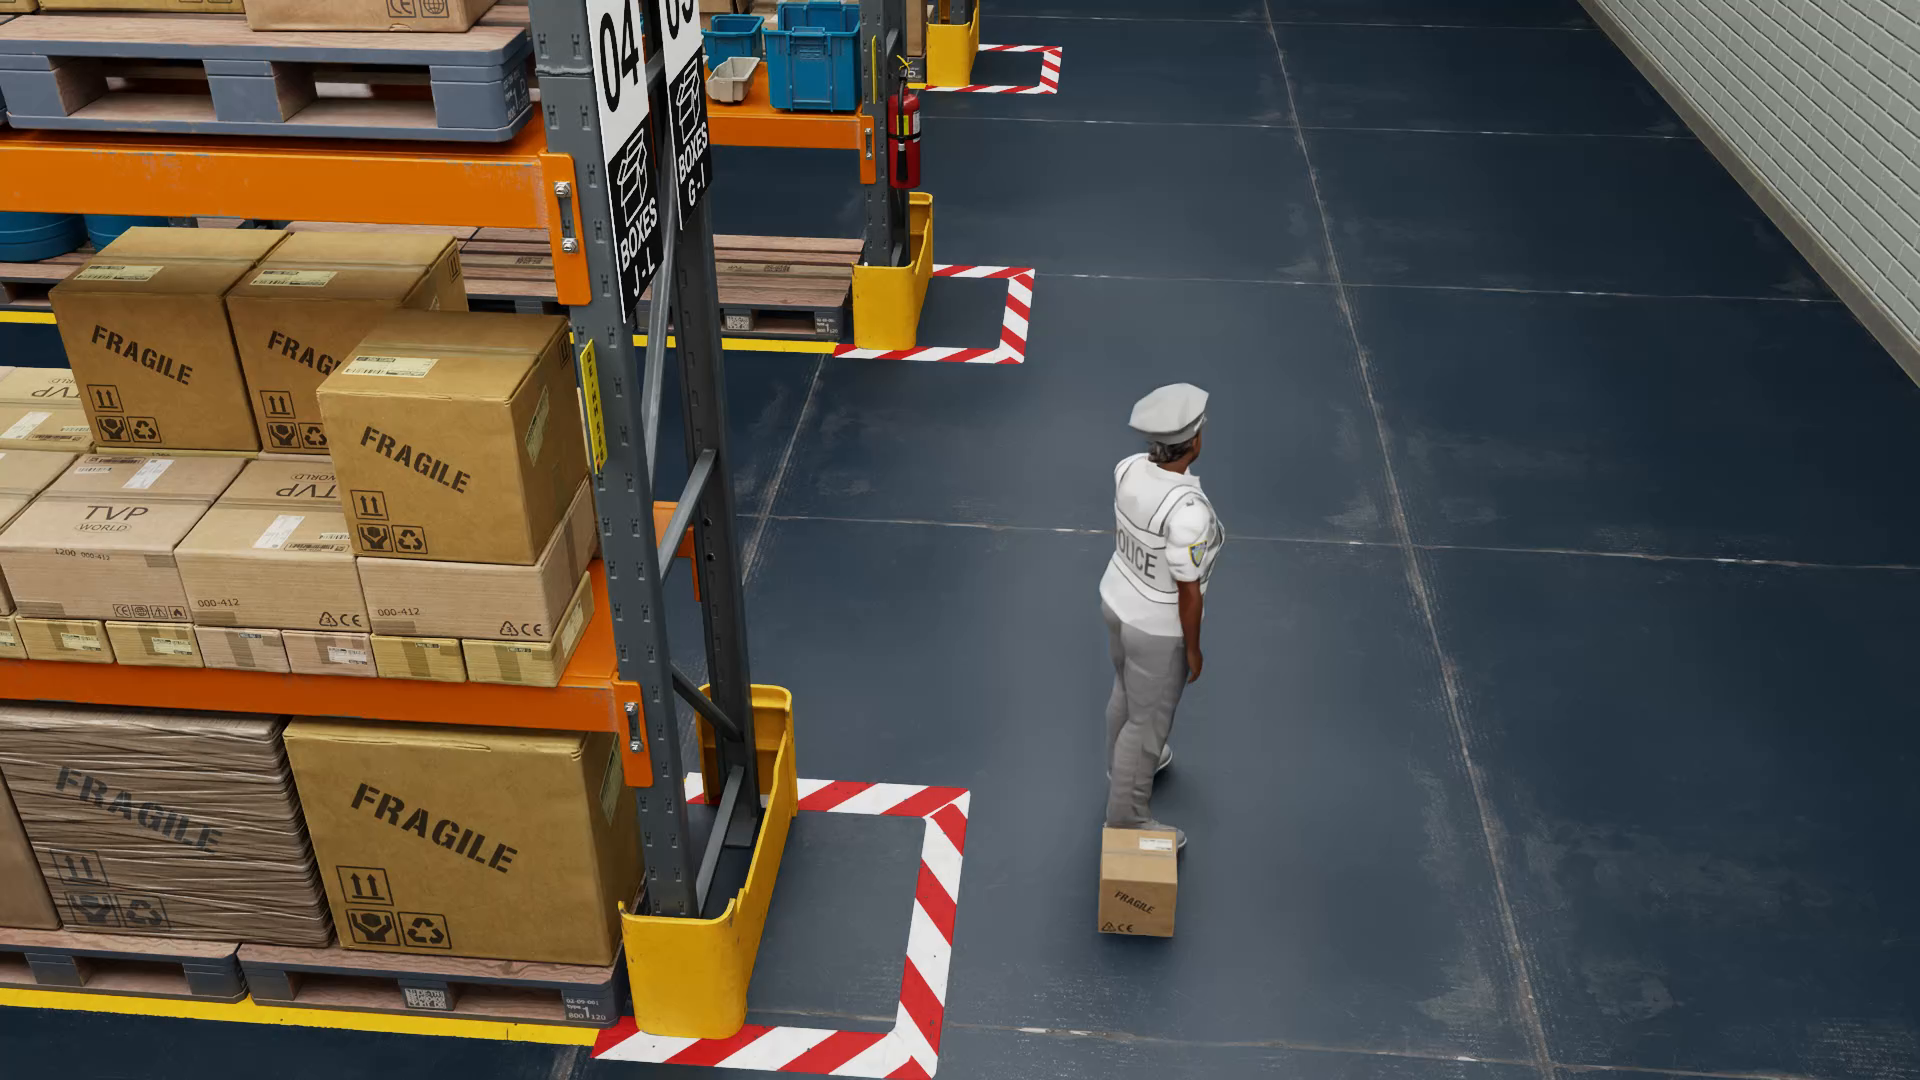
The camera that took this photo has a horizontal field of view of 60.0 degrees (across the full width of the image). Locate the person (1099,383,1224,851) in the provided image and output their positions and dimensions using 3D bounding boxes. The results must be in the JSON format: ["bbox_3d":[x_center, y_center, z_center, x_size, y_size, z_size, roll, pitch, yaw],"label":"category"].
[{"bbox_3d":[0.679,0.265,5.659,0.429,1.676,0.537,-13,34,-19],"label":"person"}]
